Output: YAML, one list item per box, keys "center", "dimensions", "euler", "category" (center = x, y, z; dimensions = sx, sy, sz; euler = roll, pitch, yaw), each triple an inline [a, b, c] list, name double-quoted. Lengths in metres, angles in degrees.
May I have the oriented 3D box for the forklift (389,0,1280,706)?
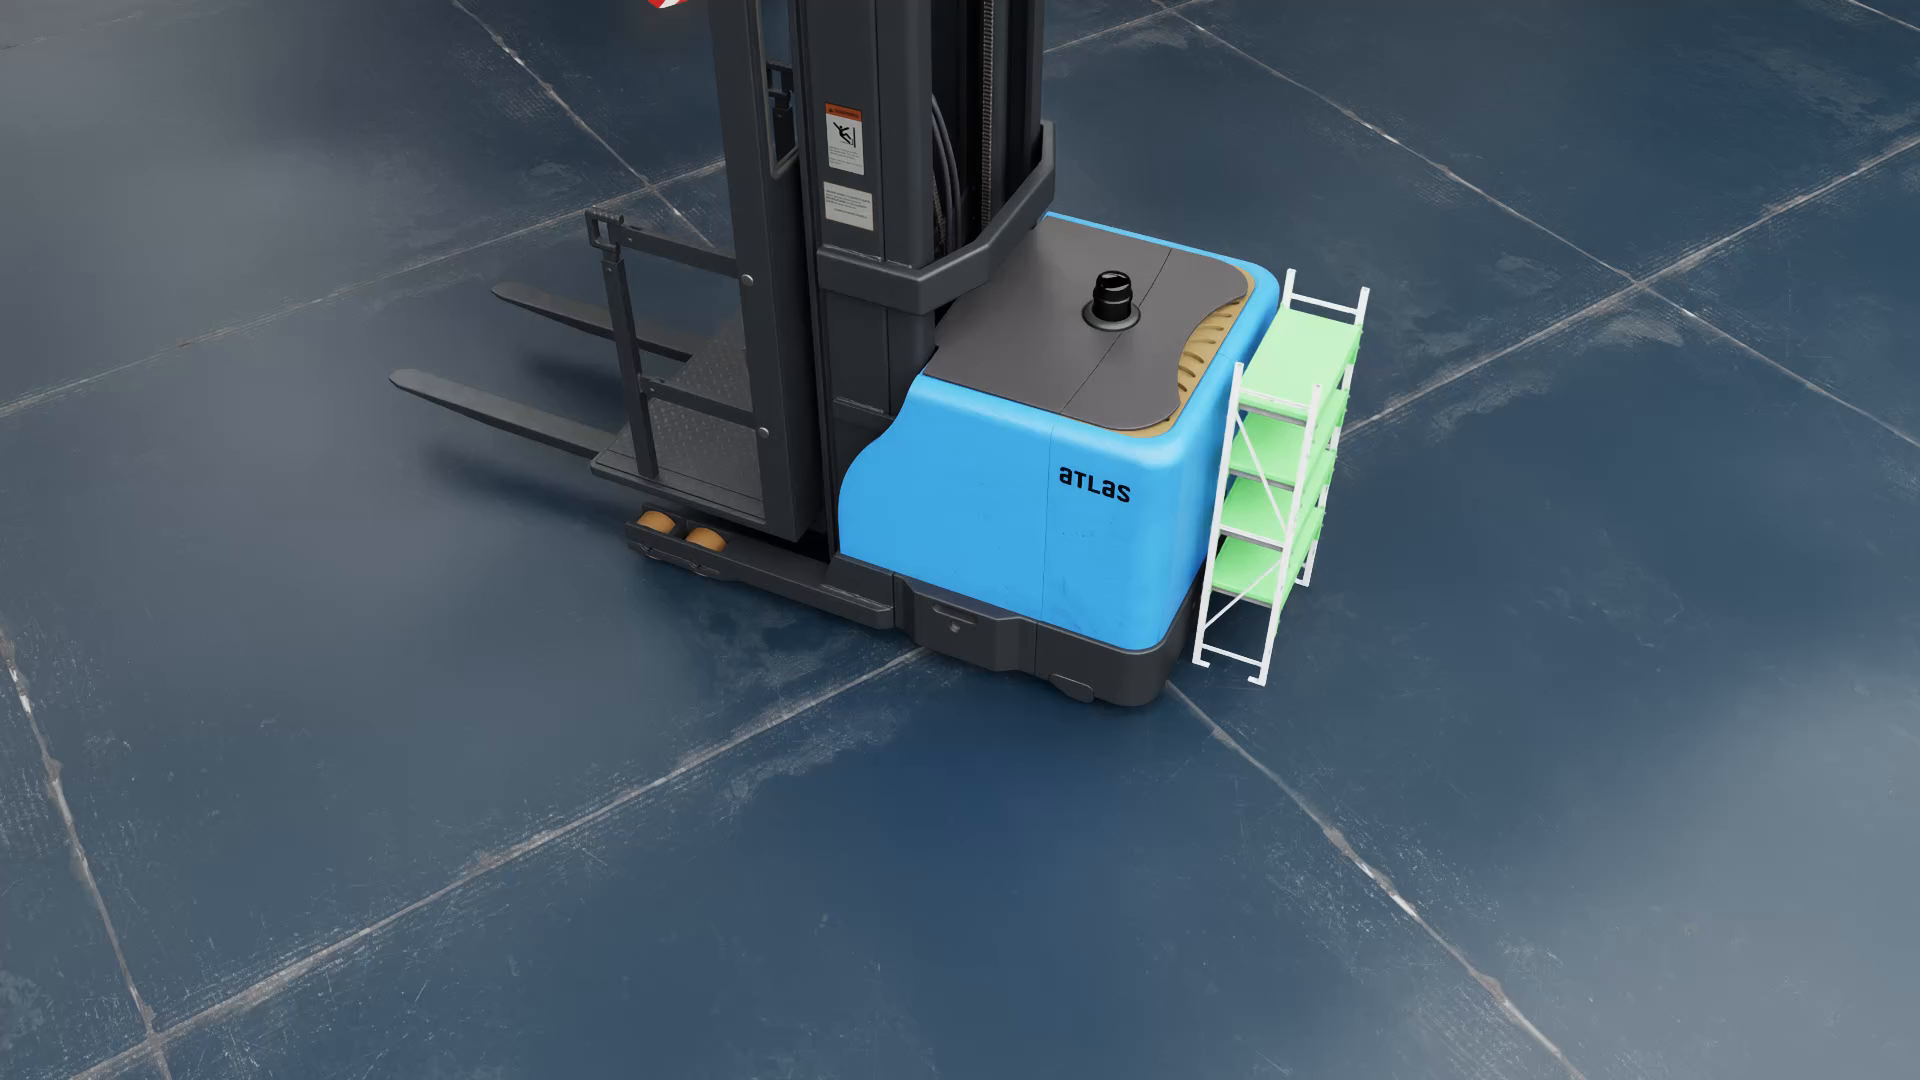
- center: [-0.569, -1.247, 4.933]
  dimensions: [3.031, 2.935, 1.130]
  euler: [18, 47, 18]
  category: "forklift"

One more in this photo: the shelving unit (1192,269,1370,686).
- center: [0.960, -0.163, 5.052]
  dimensions: [0.258, 1.200, 0.503]
  euler: [18, 46, 18]
  category: "shelving unit"

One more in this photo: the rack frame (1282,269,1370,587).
- center: [1.062, -0.316, 5.212]
  dimensions: [0.240, 1.200, 0.015]
  euler: [18, 46, 18]
  category: "rack frame"

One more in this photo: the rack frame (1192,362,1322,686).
- center: [0.857, -0.010, 4.892]
  dimensions: [0.240, 1.200, 0.015]
  euler: [18, 46, 18]
  category: "rack frame"

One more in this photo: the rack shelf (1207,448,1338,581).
- center: [0.960, -0.117, 5.096]
  dimensions: [0.258, 0.148, 0.480]
  euler: [18, 46, 18]
  category: "rack shelf"

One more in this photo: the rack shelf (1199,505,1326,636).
- center: [0.960, 0.056, 5.262]
  dimensions: [0.258, 0.148, 0.480]
  euler: [18, 46, 18]
  category: "rack shelf"

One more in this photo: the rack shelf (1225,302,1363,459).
- center: [0.960, -0.464, 4.765]
  dimensions: [0.258, 0.148, 0.480]
  euler: [18, 46, 18]
  category: "rack shelf"

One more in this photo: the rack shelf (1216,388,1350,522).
- center: [0.960, -0.291, 4.931]
  dimensions: [0.258, 0.148, 0.480]
  euler: [18, 46, 18]
  category: "rack shelf"
